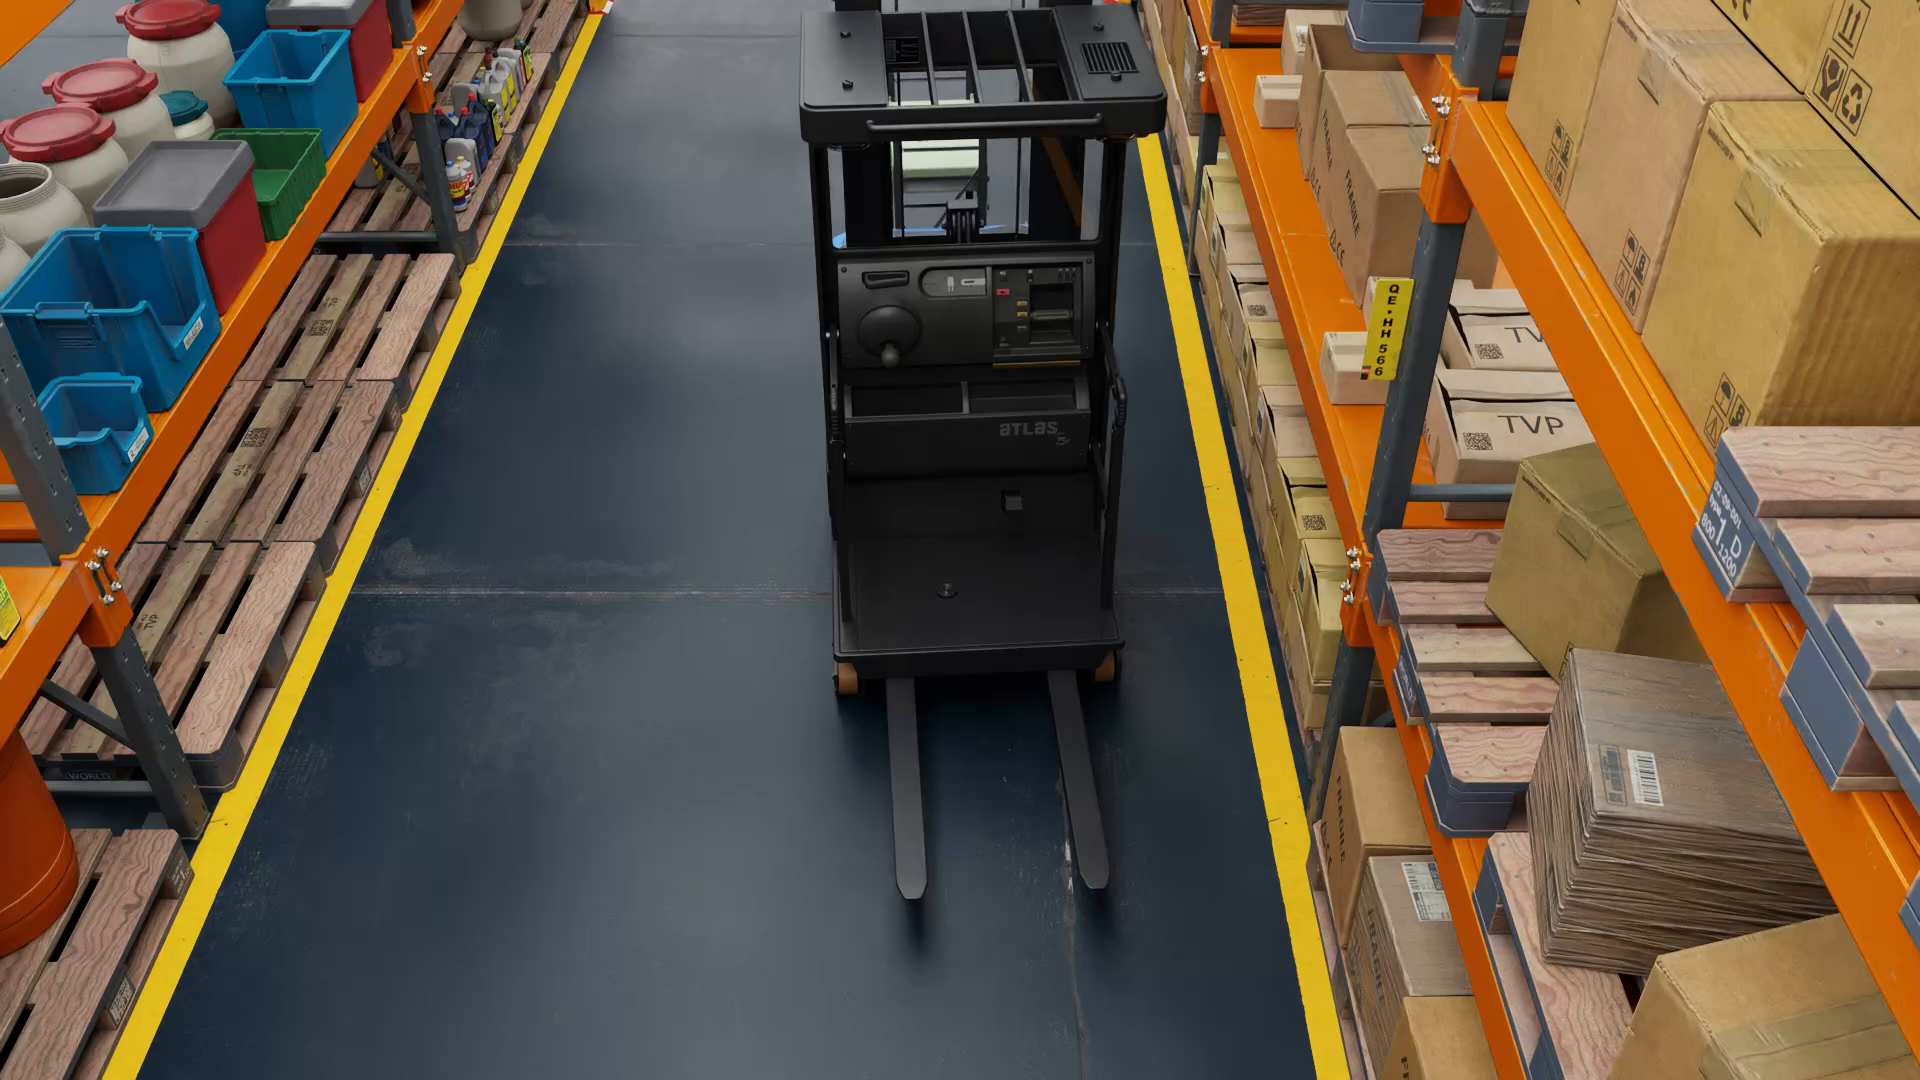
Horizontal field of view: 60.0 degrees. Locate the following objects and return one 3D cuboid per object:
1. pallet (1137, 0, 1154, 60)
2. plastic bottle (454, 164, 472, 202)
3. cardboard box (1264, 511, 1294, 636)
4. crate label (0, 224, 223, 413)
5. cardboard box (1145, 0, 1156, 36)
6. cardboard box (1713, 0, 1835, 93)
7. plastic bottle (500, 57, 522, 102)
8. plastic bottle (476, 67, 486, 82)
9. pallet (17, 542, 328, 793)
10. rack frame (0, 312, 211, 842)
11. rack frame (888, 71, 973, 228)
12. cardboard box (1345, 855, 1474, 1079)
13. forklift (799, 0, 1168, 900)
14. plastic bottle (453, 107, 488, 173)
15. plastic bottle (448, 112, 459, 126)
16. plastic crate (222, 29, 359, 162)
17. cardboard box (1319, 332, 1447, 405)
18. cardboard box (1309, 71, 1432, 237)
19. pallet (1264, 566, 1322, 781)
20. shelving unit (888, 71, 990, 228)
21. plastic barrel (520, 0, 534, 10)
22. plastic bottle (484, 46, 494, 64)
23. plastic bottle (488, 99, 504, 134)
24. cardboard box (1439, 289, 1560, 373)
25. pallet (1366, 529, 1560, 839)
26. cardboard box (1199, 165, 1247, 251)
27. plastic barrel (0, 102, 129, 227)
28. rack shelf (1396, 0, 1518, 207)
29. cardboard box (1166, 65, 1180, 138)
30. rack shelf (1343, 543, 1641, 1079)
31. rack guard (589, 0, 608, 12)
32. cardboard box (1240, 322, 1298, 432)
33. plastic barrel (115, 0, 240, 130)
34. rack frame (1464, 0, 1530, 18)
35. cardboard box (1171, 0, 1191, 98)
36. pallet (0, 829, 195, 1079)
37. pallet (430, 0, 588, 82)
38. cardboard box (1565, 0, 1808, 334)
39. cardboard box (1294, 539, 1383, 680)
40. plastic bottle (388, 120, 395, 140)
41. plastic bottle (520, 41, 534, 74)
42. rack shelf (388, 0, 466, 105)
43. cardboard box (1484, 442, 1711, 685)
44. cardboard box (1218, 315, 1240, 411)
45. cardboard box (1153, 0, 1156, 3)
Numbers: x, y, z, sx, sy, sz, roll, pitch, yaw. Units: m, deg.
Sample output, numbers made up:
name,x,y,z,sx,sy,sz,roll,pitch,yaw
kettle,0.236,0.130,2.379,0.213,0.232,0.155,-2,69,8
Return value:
name,x,y,z,sx,sy,sz,roll,pitch,yaw
pallet,1.782,-3.573,11.539,1.003,0.211,1.213,0,39,0
plastic bottle,-2.771,-1.979,9.207,0.097,0.201,0.097,0,39,0
cardboard box,1.500,0.122,6.562,0.500,0.250,0.500,0,39,-1
crate label,-2.935,-0.770,5.784,0.502,0.435,0.616,0,39,0
cardboard box,1.522,-3.582,11.184,0.500,0.250,0.500,0,39,0
cardboard box,1.744,-1.144,3.001,0.500,0.500,0.500,0,39,0
plastic bottle,-2.800,-2.854,10.239,0.152,0.276,0.135,-1,39,-1
plastic bottle,-2.925,-2.813,10.248,0.097,0.201,0.097,0,39,0
pallet,-3.167,0.469,6.496,1.003,0.211,1.213,0,39,0
rack frame,-3.204,-0.135,5.020,1.000,3.000,0.127,0,39,0
rack frame,-0.137,-1.625,8.078,0.400,1.500,0.023,-3,39,-3
cardboard box,1.470,1.280,4.902,0.500,0.500,0.500,-1,39,-2
forklift,0.044,-0.756,5.849,1.130,2.935,3.031,-3,39,-3
plastic bottle,-2.795,-2.279,9.462,0.144,0.351,0.185,1,39,1
plastic bottle,-2.916,-2.339,9.600,0.097,0.271,0.097,0,39,0
plastic crate,-2.897,-1.941,7.286,0.392,0.384,0.575,0,39,0
cardboard box,1.472,-0.600,5.802,0.380,0.149,0.250,0,39,0
cardboard box,1.730,-1.554,6.710,0.500,0.500,0.500,0,39,0
pallet,1.787,0.437,6.536,1.003,0.211,1.213,0,39,0
shelving unit,-0.112,-1.396,7.793,0.431,1.500,0.755,-3,39,-3
plastic barrel,-3.136,-3.919,11.396,0.421,0.512,0.421,0,39,0
plastic bottle,-2.907,-2.943,10.344,0.061,0.283,0.133,0,39,0
plastic bottle,-2.772,-2.516,9.877,0.097,0.201,0.097,0,39,0
cardboard box,1.942,-0.661,5.747,0.500,0.311,0.500,0,39,-1
pallet,1.820,0.362,4.553,1.213,0.211,1.003,0,39,0
cardboard box,1.496,-1.689,8.373,0.500,0.311,0.500,0,39,0
plastic barrel,-3.426,-1.362,6.442,0.433,0.535,0.433,0,39,0
rack shelf,1.747,-2.277,5.869,1.077,0.370,4.000,0,39,0
cardboard box,1.519,-2.644,10.013,0.500,0.250,0.500,0,39,0
rack shelf,1.751,1.395,3.686,1.077,0.370,4.000,0,39,0
rack guard,-3.167,-4.115,11.985,1.175,0.500,0.348,0,39,0
cardboard box,1.499,-0.727,7.174,0.500,0.311,0.500,1,39,1
plastic barrel,-3.427,-2.091,7.352,0.433,0.535,0.433,0,39,0
rack frame,1.749,-2.477,3.145,1.000,3.000,0.127,0,39,0
cardboard box,1.532,-2.936,9.779,0.500,0.500,0.500,0,39,0
pallet,-3.162,1.446,5.277,1.003,0.211,1.213,0,39,0
pallet,-3.171,-3.494,11.441,1.003,0.211,1.213,0,39,0
cardboard box,1.784,-0.754,3.314,0.910,0.500,0.500,0,39,0
cardboard box,1.502,0.227,5.983,0.500,0.311,0.500,1,39,1
plastic bottle,-3.396,-2.489,9.777,0.061,0.283,0.133,0,39,0
plastic bottle,-2.773,-3.069,10.567,0.097,0.201,0.097,0,39,0
rack shelf,-3.211,-3.606,9.927,1.077,0.370,4.000,0,39,0
cardboard box,1.862,0.055,4.367,0.700,0.500,0.500,-12,40,-15
cardboard box,1.500,-0.833,7.753,0.500,0.250,0.500,-1,39,-1
cardboard box,1.520,-3.874,10.949,0.500,0.500,0.500,0,39,0
